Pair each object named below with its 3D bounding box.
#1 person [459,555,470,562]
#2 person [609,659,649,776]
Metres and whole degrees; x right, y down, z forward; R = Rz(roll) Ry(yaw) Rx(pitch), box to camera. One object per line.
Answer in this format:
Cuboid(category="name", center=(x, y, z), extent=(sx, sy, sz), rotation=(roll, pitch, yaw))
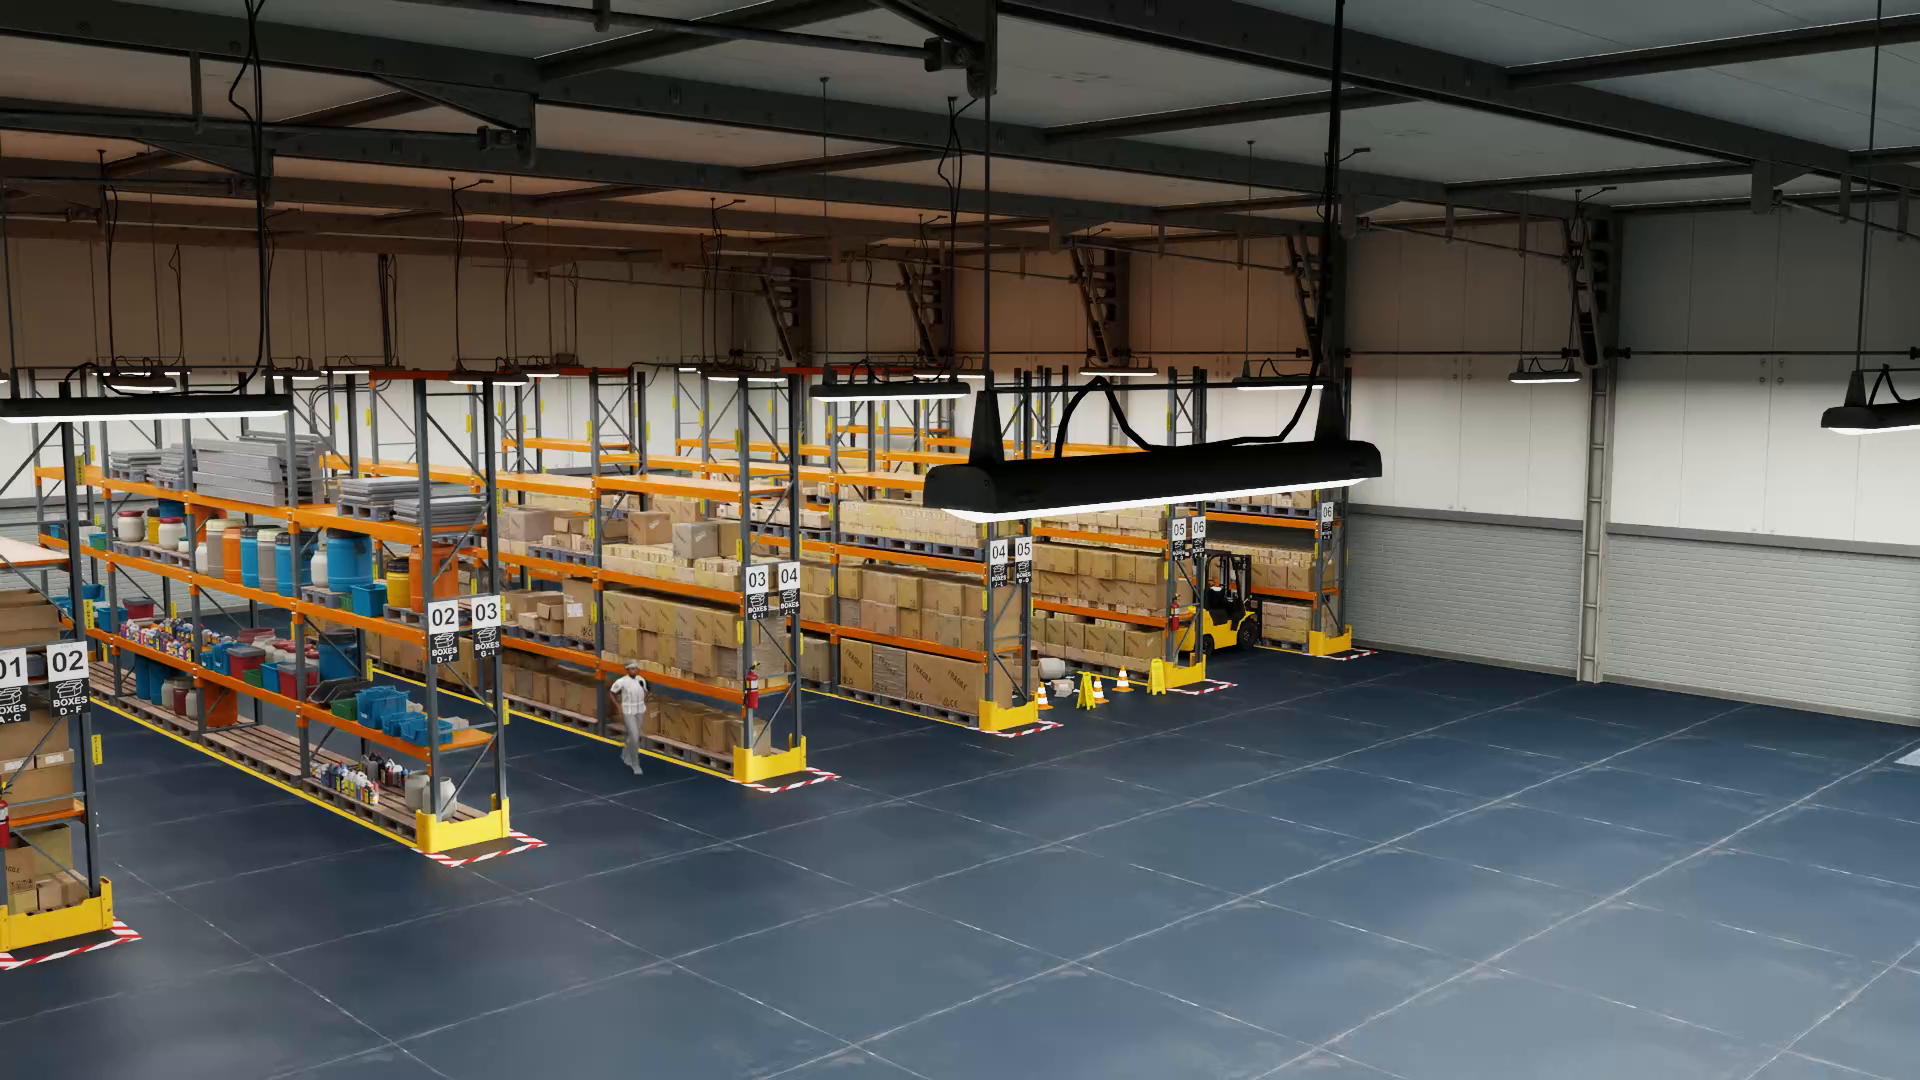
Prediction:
Cuboid(category="person", center=(-11.488, 1.188, 38.162), extent=(0.740, 1.696, 0.552), rotation=(-1, 6, -4))
Cuboid(category="person", center=(-4.963, 2.656, 25.174), extent=(0.743, 1.757, 0.558), rotation=(6, 9, 44))
